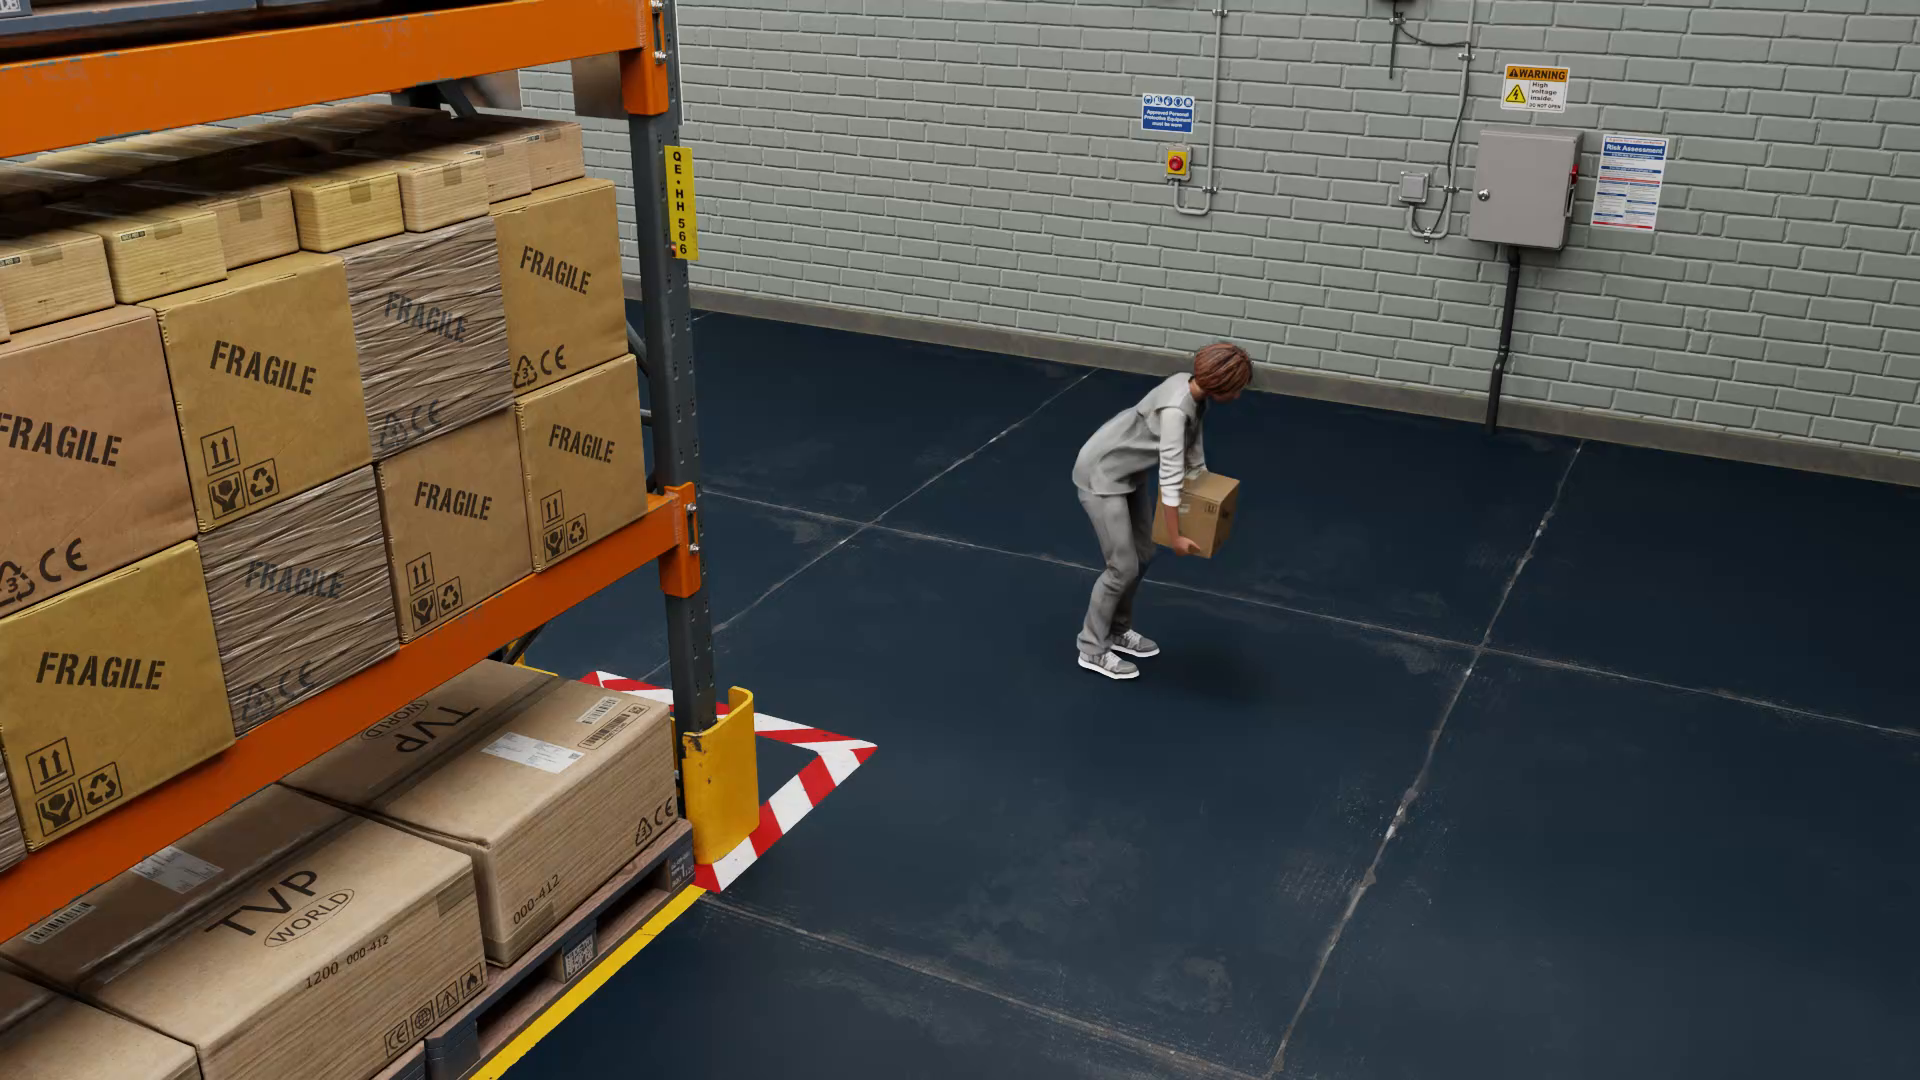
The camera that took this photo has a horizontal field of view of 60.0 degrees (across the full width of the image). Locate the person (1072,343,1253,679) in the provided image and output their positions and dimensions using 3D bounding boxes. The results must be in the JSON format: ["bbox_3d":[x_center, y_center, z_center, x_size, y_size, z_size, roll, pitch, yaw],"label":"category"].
[{"bbox_3d":[0.784,-0.122,6.623,0.691,1.424,0.375,11,25,24],"label":"person"}]
